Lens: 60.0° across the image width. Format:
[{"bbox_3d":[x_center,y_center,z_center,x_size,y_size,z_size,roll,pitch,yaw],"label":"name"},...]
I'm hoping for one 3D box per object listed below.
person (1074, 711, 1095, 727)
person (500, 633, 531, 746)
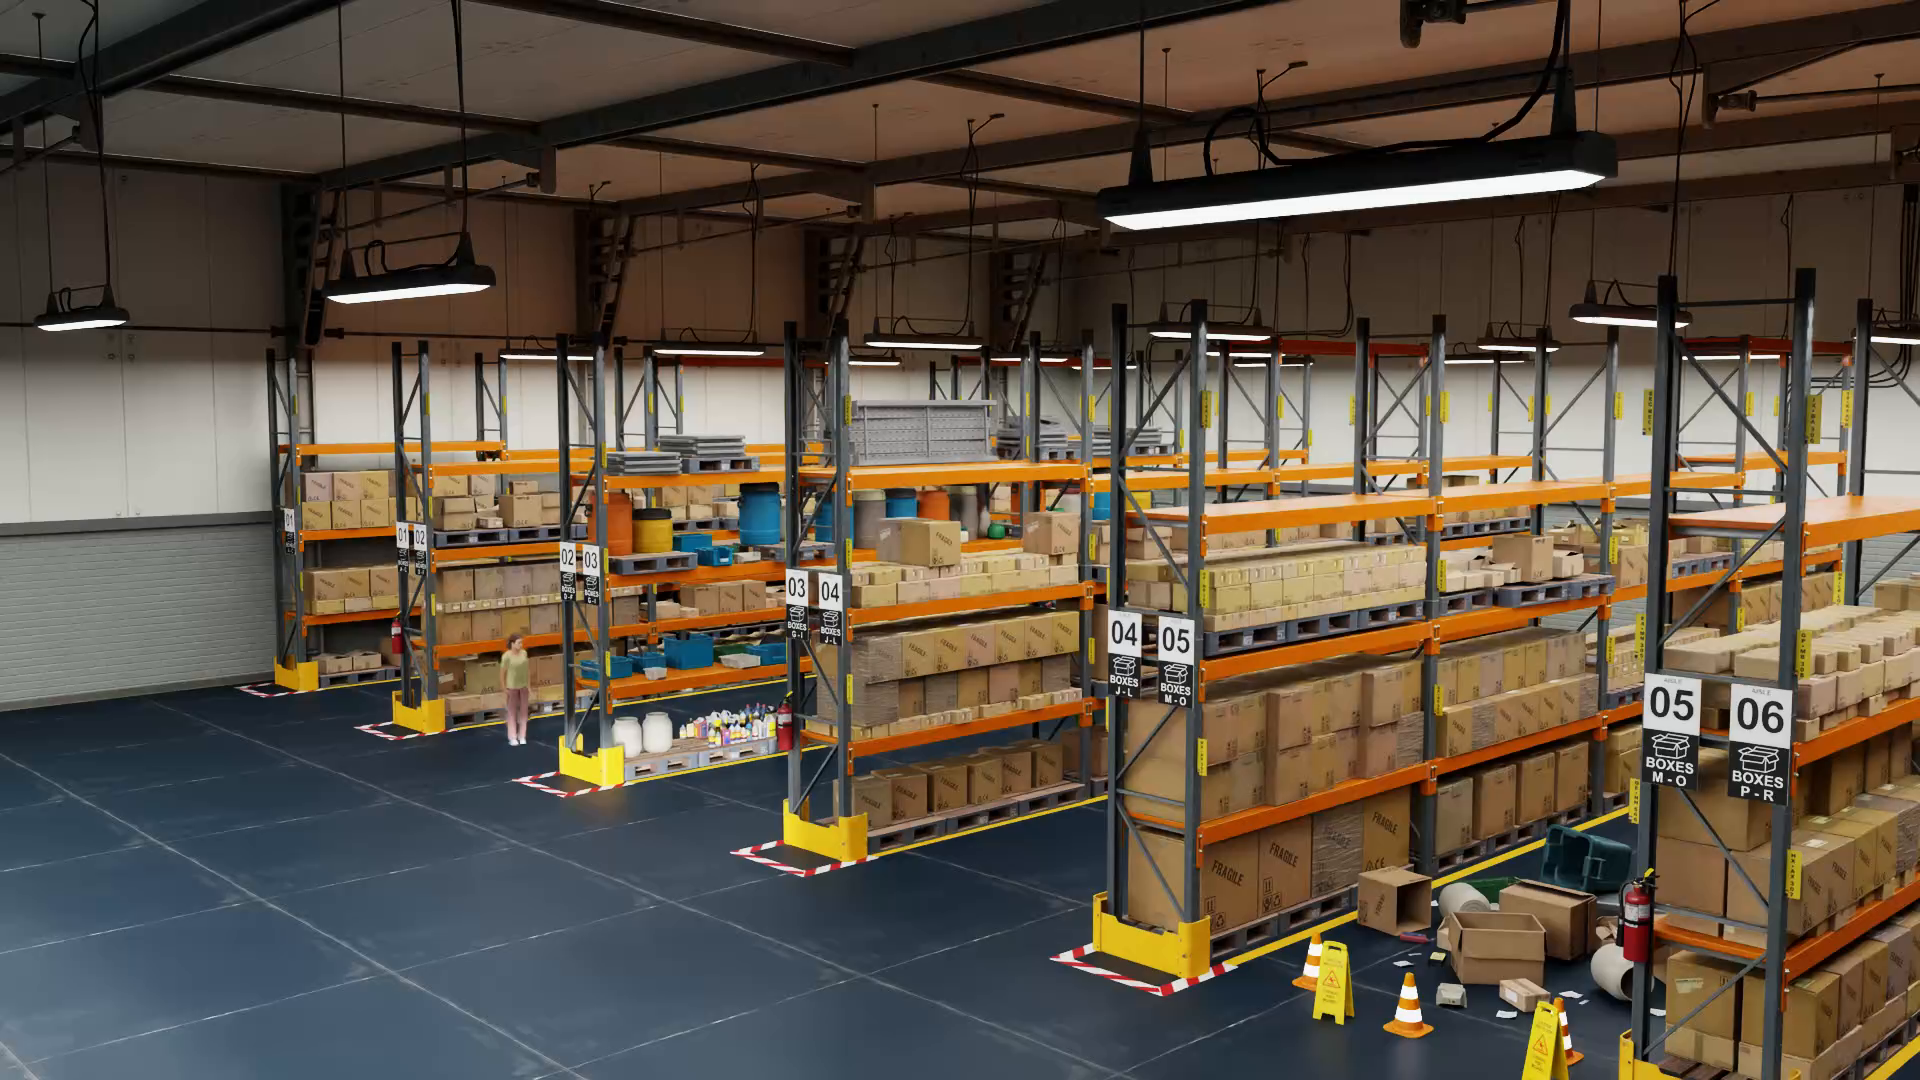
[{"bbox_3d":[1.798,2.181,24.246,0.498,1.781,0.577,1,5,17],"label":"person"},{"bbox_3d":[-6.578,2.205,24.636,0.473,1.683,0.345,-5,7,-43],"label":"person"}]
